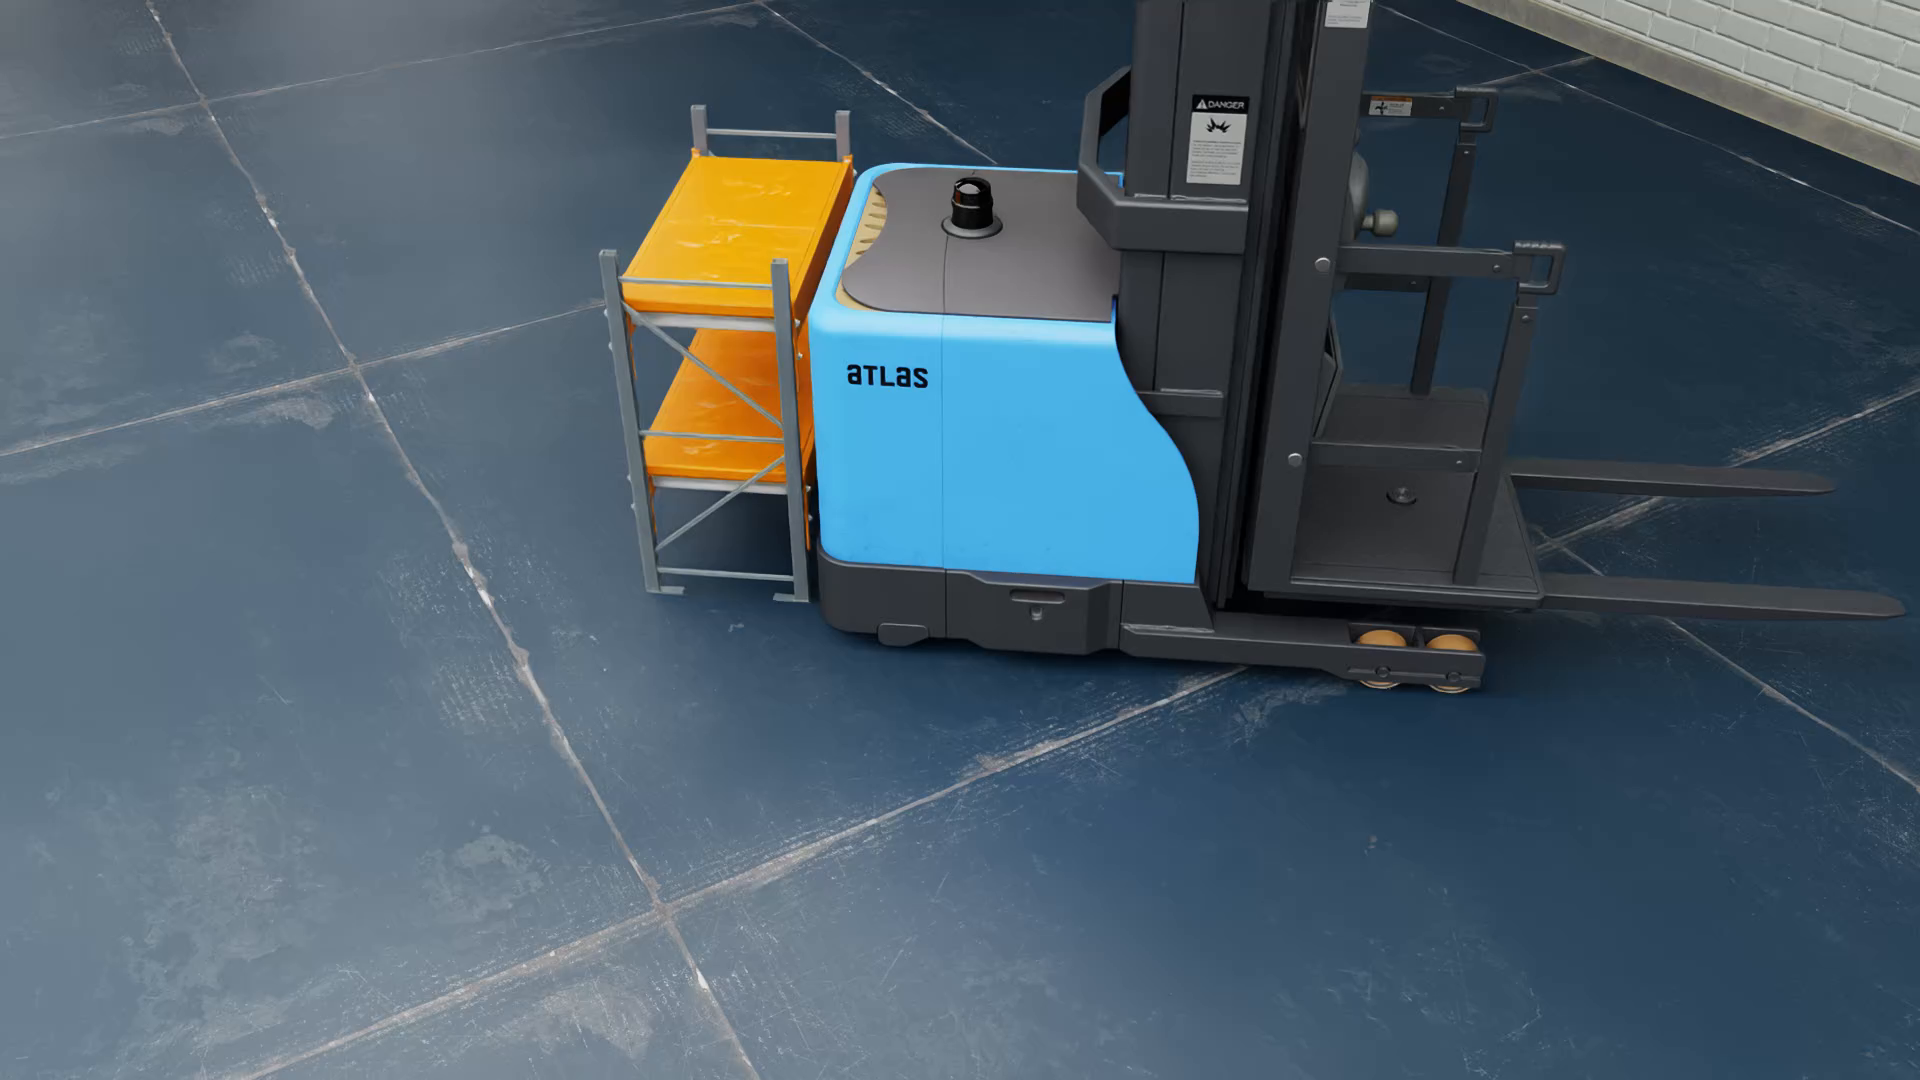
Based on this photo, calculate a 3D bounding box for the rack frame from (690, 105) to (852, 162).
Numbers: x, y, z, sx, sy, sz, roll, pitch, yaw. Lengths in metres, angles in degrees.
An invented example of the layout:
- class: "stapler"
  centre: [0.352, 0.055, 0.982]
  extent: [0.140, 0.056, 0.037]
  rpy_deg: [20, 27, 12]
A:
- class: "rack frame"
  centre: [-0.591, -0.885, 5.508]
  extent: [0.500, 1.125, 0.032]
  rpy_deg: [4, 36, 5]

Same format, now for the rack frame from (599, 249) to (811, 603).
- class: "rack frame"
  centre: [-0.699, -0.289, 4.692]
  extent: [0.500, 1.125, 0.032]
  rpy_deg: [4, 36, 5]

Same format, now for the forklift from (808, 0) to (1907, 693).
- class: "forklift"
  centre: [1.144, -1.085, 4.251]
  extent: [3.031, 2.935, 1.130]
  rpy_deg: [3, 36, 5]

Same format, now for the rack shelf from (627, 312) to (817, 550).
- class: "rack shelf"
  centre: [-0.645, -0.389, 5.244]
  extent: [0.538, 0.278, 1.000]
  rpy_deg: [4, 36, 5]

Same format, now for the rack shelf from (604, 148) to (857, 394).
- class: "rack shelf"
  centre: [-0.645, -0.823, 4.927]
  extent: [0.538, 0.278, 1.000]
  rpy_deg: [4, 36, 5]

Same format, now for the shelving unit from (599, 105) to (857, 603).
- class: "shelving unit"
  centre: [-0.645, -0.587, 5.100]
  extent: [0.538, 1.125, 1.048]
  rpy_deg: [4, 36, 5]
